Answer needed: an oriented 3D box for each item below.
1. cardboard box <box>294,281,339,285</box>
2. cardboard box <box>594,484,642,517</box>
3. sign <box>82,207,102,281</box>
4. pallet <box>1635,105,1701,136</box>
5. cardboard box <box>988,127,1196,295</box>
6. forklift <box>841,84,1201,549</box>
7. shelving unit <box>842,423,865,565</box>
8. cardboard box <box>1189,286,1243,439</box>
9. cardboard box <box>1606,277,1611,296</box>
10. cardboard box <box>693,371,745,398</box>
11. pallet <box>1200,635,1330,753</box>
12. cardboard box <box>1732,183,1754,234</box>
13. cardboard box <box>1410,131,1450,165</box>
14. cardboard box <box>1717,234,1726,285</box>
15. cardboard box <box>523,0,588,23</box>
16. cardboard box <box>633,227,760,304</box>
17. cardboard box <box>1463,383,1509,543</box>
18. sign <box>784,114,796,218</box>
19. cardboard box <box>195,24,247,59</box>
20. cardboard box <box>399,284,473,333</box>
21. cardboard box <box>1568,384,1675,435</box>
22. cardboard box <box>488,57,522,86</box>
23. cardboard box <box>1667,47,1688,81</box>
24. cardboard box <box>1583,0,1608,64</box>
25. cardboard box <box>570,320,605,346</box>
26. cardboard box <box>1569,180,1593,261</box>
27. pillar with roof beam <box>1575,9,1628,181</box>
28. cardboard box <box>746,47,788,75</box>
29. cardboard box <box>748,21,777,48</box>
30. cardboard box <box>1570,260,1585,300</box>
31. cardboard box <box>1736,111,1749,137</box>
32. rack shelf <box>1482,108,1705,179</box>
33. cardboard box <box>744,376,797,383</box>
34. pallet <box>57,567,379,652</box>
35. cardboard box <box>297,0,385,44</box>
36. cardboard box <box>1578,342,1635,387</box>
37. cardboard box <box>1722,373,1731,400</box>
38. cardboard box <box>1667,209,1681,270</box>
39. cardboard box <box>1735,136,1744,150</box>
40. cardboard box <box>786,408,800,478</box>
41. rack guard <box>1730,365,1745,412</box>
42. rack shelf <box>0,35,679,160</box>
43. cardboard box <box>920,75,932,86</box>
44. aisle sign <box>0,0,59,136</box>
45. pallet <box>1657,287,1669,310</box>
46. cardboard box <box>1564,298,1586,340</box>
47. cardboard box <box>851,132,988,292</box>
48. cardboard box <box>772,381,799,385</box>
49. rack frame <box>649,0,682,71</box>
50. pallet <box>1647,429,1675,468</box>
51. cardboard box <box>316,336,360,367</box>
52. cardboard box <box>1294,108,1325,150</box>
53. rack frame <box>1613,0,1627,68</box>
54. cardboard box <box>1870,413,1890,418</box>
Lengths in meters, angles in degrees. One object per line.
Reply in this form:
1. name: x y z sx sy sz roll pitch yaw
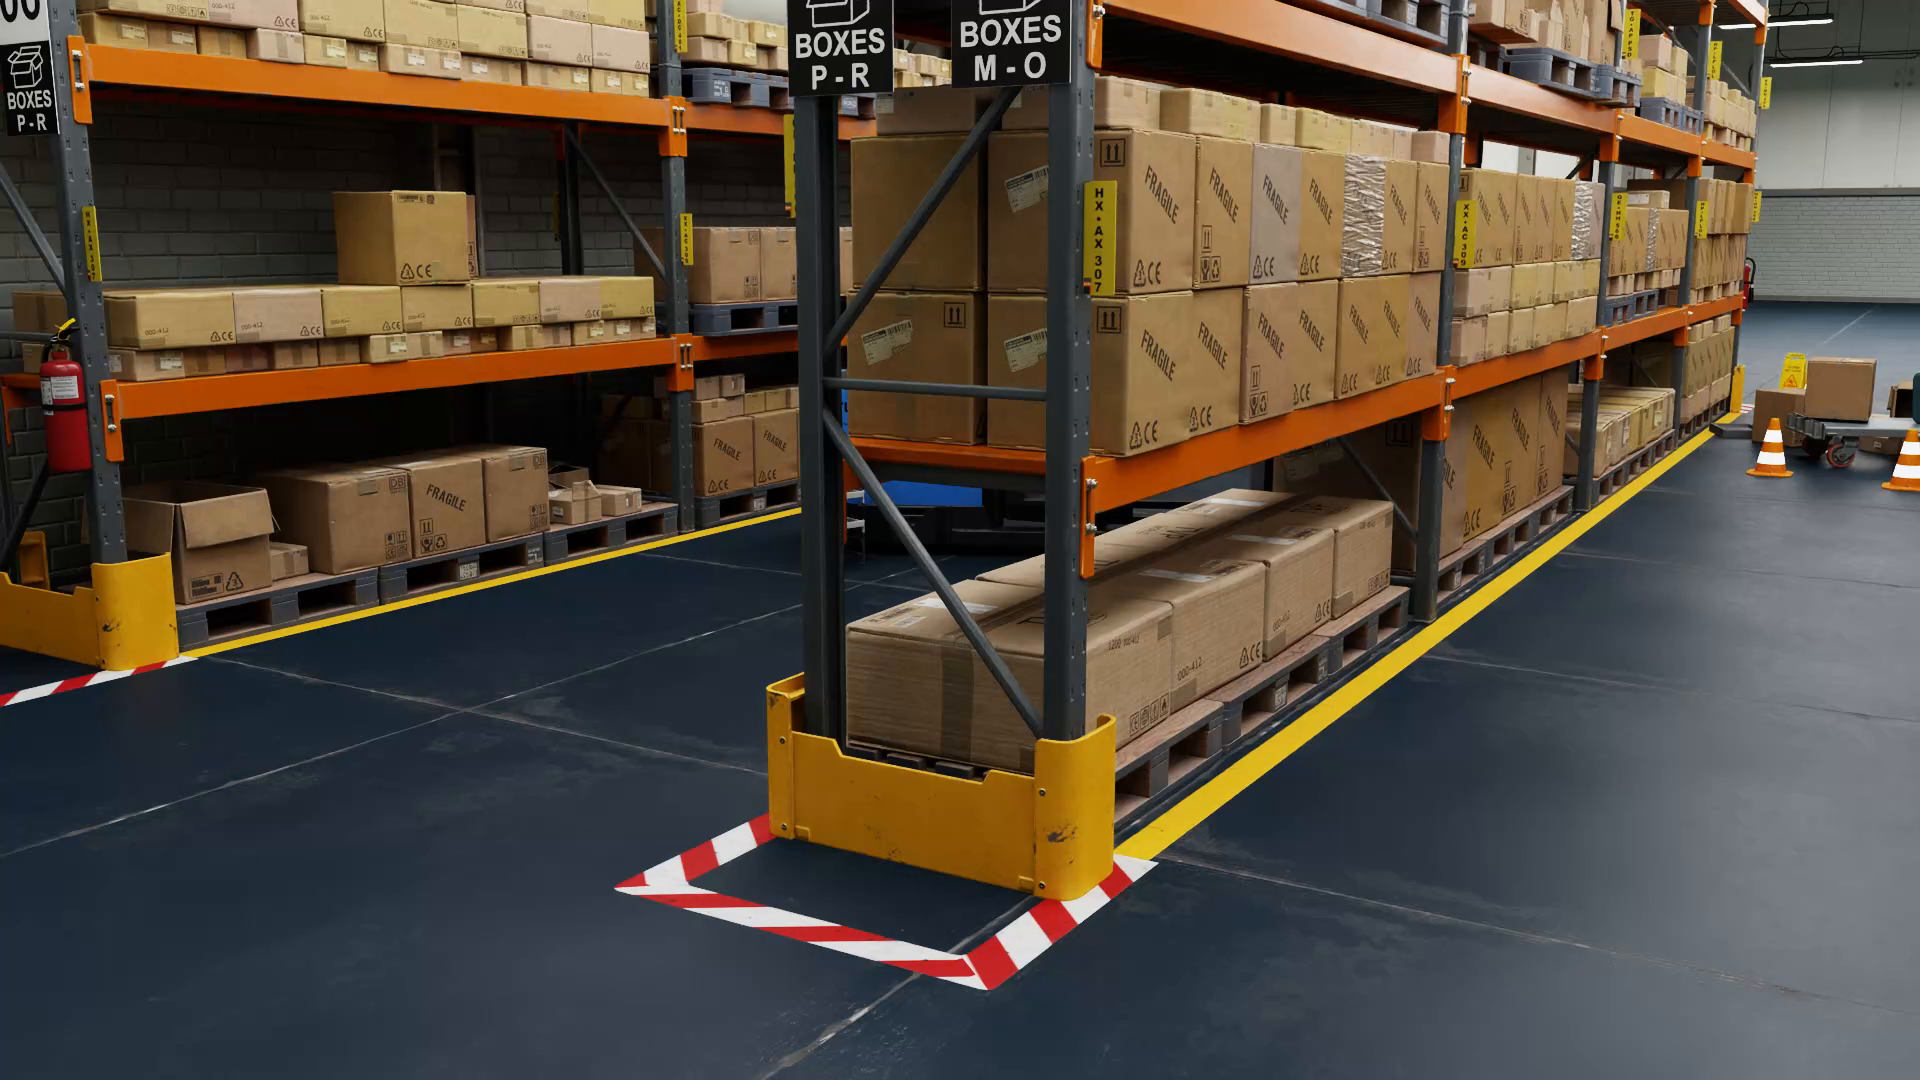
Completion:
1. cardboard box: -3.497 -1.348 9.514 0.500 0.250 0.500 6 12 31
2. cardboard box: -2.272 -0.255 10.687 0.380 0.149 0.250 6 12 29
3. sign: -3.847 -1.310 7.364 0.100 0.325 0.005 6 12 31
4. pallet: 5.752 -3.646 14.549 1.213 0.211 1.003 6 12 31
5. cardboard box: 0.426 -1.052 5.348 0.500 0.500 0.500 6 12 29
6. forklift: 0.626 -1.432 10.554 3.031 2.935 1.130 1 11 4
7. shelving unit: -0.731 -0.298 10.017 0.210 0.900 0.258 -9 14 -39
8. cardboard box: 0.667 -0.643 5.878 0.500 0.500 0.500 6 12 30
9. cardboard box: 4.590 -1.879 12.294 0.380 0.149 0.250 6 12 27
10. cardboard box: -1.727 -1.085 11.594 0.380 0.149 0.250 6 12 28
11. pallet: 0.916 0.583 7.180 1.003 0.211 1.213 6 12 31
12. cardboard box: 7.716 -3.396 17.061 0.700 0.500 0.500 6 12 30
13. cardboard box: 2.122 -1.873 7.969 0.380 0.149 0.250 6 12 30
14. cardboard box: 7.388 -2.829 16.746 0.500 0.500 0.500 7 12 31
15. cardboard box: -2.546 -3.175 9.768 0.500 0.250 0.500 6 12 30
16. cardboard box: -1.792 -1.876 11.326 0.700 0.500 0.500 7 13 32
17. cardboard box: 2.726 -0.502 10.033 0.875 0.875 0.875 7 13 32
18. sign: -0.523 -1.203 5.351 0.100 0.325 0.005 6 12 31
19. cardboard box: -3.685 -2.398 8.058 0.380 0.149 0.250 6 12 31
20. cardboard box: -3.076 -1.297 9.243 0.500 0.250 0.500 6 12 29
21. cardboard box: 5.893 -1.182 15.033 0.950 0.372 0.625 7 12 31
22. cardboard box: -2.740 -2.675 9.537 0.380 0.149 0.250 7 13 33
23. cardboard box: 5.971 -4.100 14.373 0.500 0.250 0.500 7 13 32
24. cardboard box: 3.735 -3.277 10.659 0.700 0.500 0.500 6 12 28
25. cardboard box: -2.415 -1.282 10.247 0.380 0.149 0.250 7 13 32
26. cardboard box: 3.783 -2.074 10.807 0.500 0.500 0.500 7 12 32
27. pillar with roof beam: 19.004 -9.742 38.450 9.100 9.000 0.548 6 12 31
28. cardboard box: -1.323 -3.300 11.460 0.380 0.149 0.250 7 12 31
29. cardboard box: -1.459 -3.408 11.232 0.380 0.149 0.250 6 12 30
30. cardboard box: 3.789 -1.712 10.910 0.500 0.250 0.500 6 12 29
31. cardboard box: 7.931 -4.342 17.360 0.500 0.250 0.500 6 12 30
32. rack shelf: 5.125 -3.157 13.382 1.077 0.370 4.000 6 12 31
33. cardboard box: -1.497 -1.192 12.975 0.380 0.149 0.250 6 12 28
34. pallet: -3.858 0.297 8.712 1.003 0.211 1.213 6 12 31
35. cardboard box: -3.324 -2.688 8.526 0.500 0.250 0.500 6 12 29
36. cardboard box: 6.241 -1.693 16.051 0.500 0.500 0.500 6 12 30
37. cardboard box: 8.038 -1.678 18.010 0.500 0.250 0.500 6 12 30
38. cardboard box: 5.863 -2.579 14.274 0.500 0.500 0.500 6 12 31
39. cardboard box: 8.026 -4.167 17.505 0.380 0.149 0.250 7 13 32
40. cardboard box: -1.260 -0.761 12.433 0.500 0.500 0.500 6 12 29
41. rack guard: 8.201 -1.739 18.798 1.175 0.500 0.348 6 12 31
42. rack shelf: -3.272 -2.372 9.191 1.077 0.370 4.000 6 12 31
43. cardboard box: -0.445 -3.635 13.306 0.380 0.149 0.250 7 13 32
44. aisle sign: -4.095 -2.176 7.274 0.394 0.787 0.004 6 12 31
45. pallet: 5.642 -2.150 14.722 1.003 0.211 1.213 6 12 31
46. cardboard box: 3.794 -1.461 10.931 0.500 0.250 0.500 7 12 32
47. cardboard box: -0.020 -1.102 5.616 0.500 0.500 0.500 7 13 33
48. cardboard box: -1.196 -1.105 12.507 0.380 0.149 0.250 7 13 33
49. rack frame: -2.234 -4.515 10.529 1.000 3.000 0.127 6 12 31
50. pallet: 5.761 -0.857 14.874 1.003 0.211 1.213 6 12 31
51. cardboard box: -3.390 -1.004 8.763 0.380 0.149 0.250 7 12 32
52. cardboard box: 1.195 -1.592 6.468 0.380 0.149 0.250 6 12 29
53. rack frame: 4.087 -4.670 11.359 1.000 3.000 0.127 6 12 31
54. cardboard box: 9.287 -1.179 16.763 0.250 0.149 0.380 -6 12 -28
